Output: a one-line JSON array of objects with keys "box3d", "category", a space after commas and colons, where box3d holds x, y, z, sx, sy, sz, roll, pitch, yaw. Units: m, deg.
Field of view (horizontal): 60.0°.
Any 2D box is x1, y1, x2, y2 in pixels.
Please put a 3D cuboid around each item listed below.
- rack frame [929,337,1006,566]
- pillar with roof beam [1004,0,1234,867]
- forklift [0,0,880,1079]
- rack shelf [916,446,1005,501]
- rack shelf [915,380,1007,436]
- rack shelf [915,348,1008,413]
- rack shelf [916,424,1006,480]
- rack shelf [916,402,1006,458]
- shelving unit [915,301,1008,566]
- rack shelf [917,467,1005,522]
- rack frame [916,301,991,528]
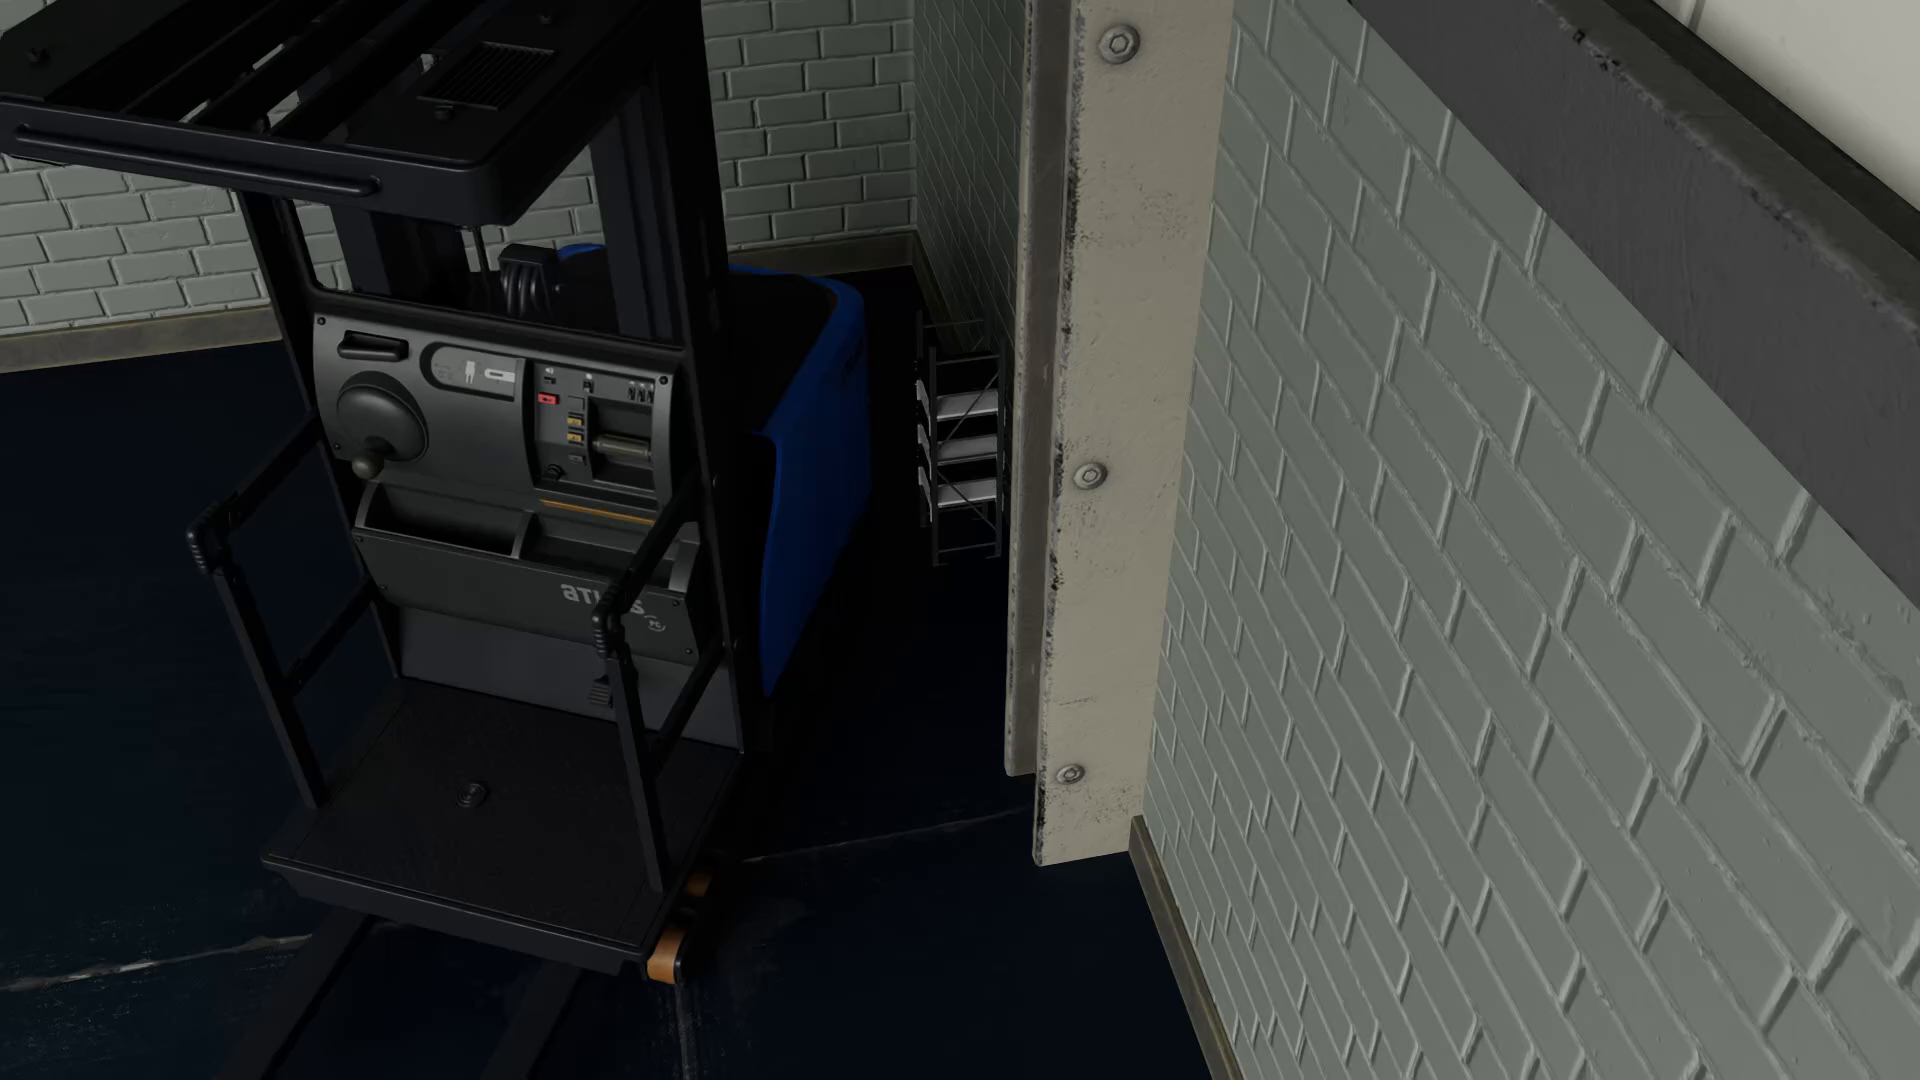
[{"box3d": [0.024, -0.265, 5.371, 0.240, 0.900, 0.006, -8, 42, -9], "category": "rack frame"}, {"box3d": [-3.880, -1.974, 1.195, 9.100, 9.000, 0.400, -8, 42, -9], "category": "pillar with roof beam"}, {"box3d": [-1.162, -0.213, 3.782, 1.130, 2.935, 3.031, 11, 43, 12], "category": "forklift"}, {"box3d": [0.002, -0.239, 5.527, 0.258, 0.077, 0.200, -8, 42, -9], "category": "rack shelf"}, {"box3d": [0.002, -0.441, 5.348, 0.258, 0.077, 0.200, -8, 42, -9], "category": "rack shelf"}, {"box3d": [0.002, -0.508, 5.288, 0.258, 0.077, 0.200, -8, 42, -9], "category": "rack shelf"}, {"box3d": [0.002, -0.306, 5.467, 0.258, 0.077, 0.200, -8, 42, -9], "category": "rack shelf"}, {"box3d": [0.002, -0.374, 5.408, 0.258, 0.077, 0.200, -8, 42, -9], "category": "rack shelf"}, {"box3d": [0.002, -0.331, 5.445, 0.258, 0.900, 0.210, -8, 42, -9], "category": "shelving unit"}, {"box3d": [0.002, -0.172, 5.587, 0.258, 0.077, 0.200, -8, 42, -9], "category": "rack shelf"}, {"box3d": [-0.020, -0.397, 5.520, 0.240, 0.900, 0.006, -8, 42, -9], "category": "rack frame"}]
